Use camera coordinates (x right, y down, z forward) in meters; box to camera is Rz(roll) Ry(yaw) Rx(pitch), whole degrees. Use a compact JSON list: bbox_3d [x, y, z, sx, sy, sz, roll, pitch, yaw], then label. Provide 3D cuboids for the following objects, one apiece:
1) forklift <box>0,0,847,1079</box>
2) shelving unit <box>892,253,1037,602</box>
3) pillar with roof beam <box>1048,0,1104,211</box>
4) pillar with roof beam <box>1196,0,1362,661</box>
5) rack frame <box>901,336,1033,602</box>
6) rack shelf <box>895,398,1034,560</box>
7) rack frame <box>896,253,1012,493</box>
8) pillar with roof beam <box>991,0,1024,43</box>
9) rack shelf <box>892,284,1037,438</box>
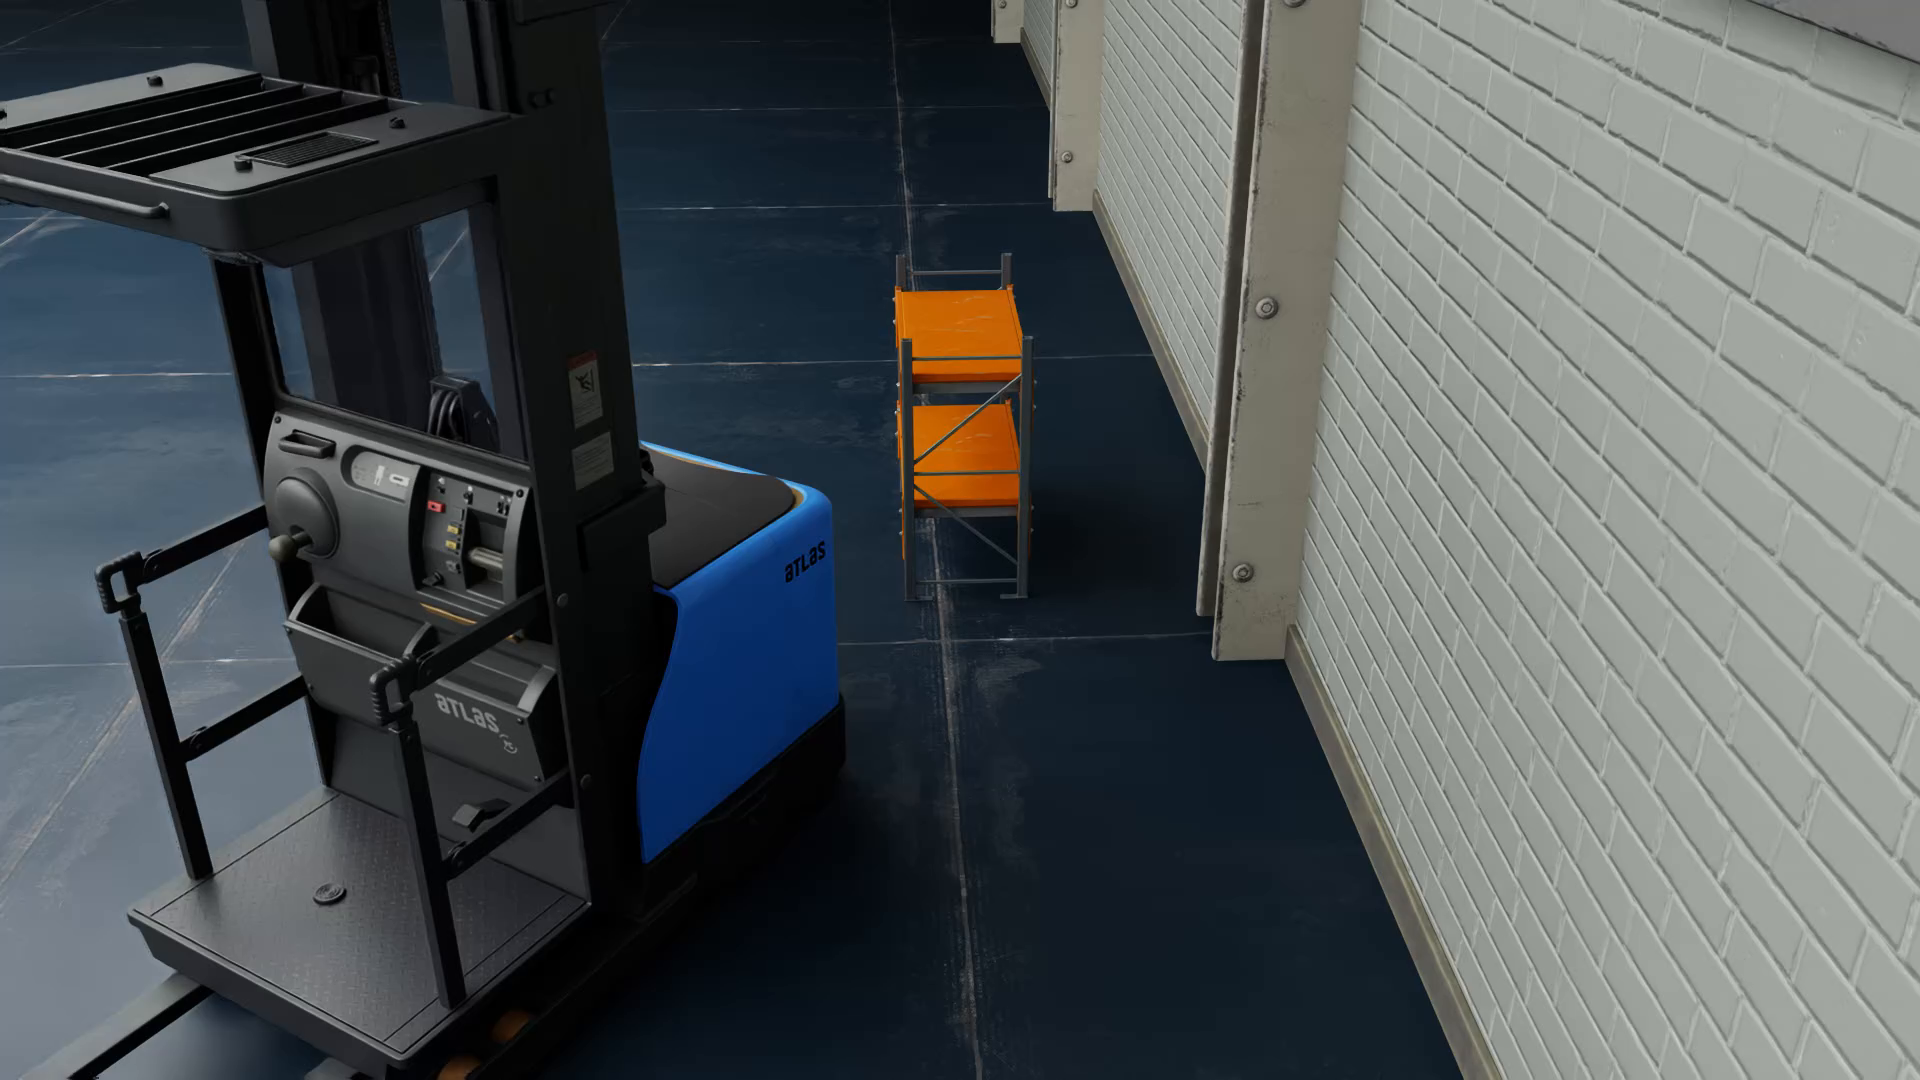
[{"bbox_3d":[-1.575,-0.031,4.139,1.130,2.935,3.031,15,31,27],"label":"forklift"},{"bbox_3d":[0.000,-0.496,6.984,0.538,1.125,1.048,-1,28,-3],"label":"shelving unit"},{"bbox_3d":[-3.497,-6.291,9.580,9.100,9.000,0.400,-1,28,-3],"label":"pillar with roof beam"},{"bbox_3d":[-3.183,-3.520,4.267,9.100,9.000,0.400,-1,28,-3],"label":"pillar with roof beam"},{"bbox_3d":[0.027,-0.261,6.534,0.500,1.125,0.032,-1,28,-3],"label":"rack frame"},{"bbox_3d":[0.000,-0.279,7.097,0.538,0.278,1.000,-1,28,-3],"label":"rack shelf"},{"bbox_3d":[-0.026,-0.730,7.434,0.500,1.125,0.032,-1,28,-3],"label":"rack frame"},{"bbox_3d":[-3.810,-9.061,14.893,9.100,9.000,0.400,-1,28,-3],"label":"pillar with roof beam"},{"bbox_3d":[0.000,-0.755,6.849,0.538,0.278,1.000,-1,28,-3],"label":"rack shelf"}]
